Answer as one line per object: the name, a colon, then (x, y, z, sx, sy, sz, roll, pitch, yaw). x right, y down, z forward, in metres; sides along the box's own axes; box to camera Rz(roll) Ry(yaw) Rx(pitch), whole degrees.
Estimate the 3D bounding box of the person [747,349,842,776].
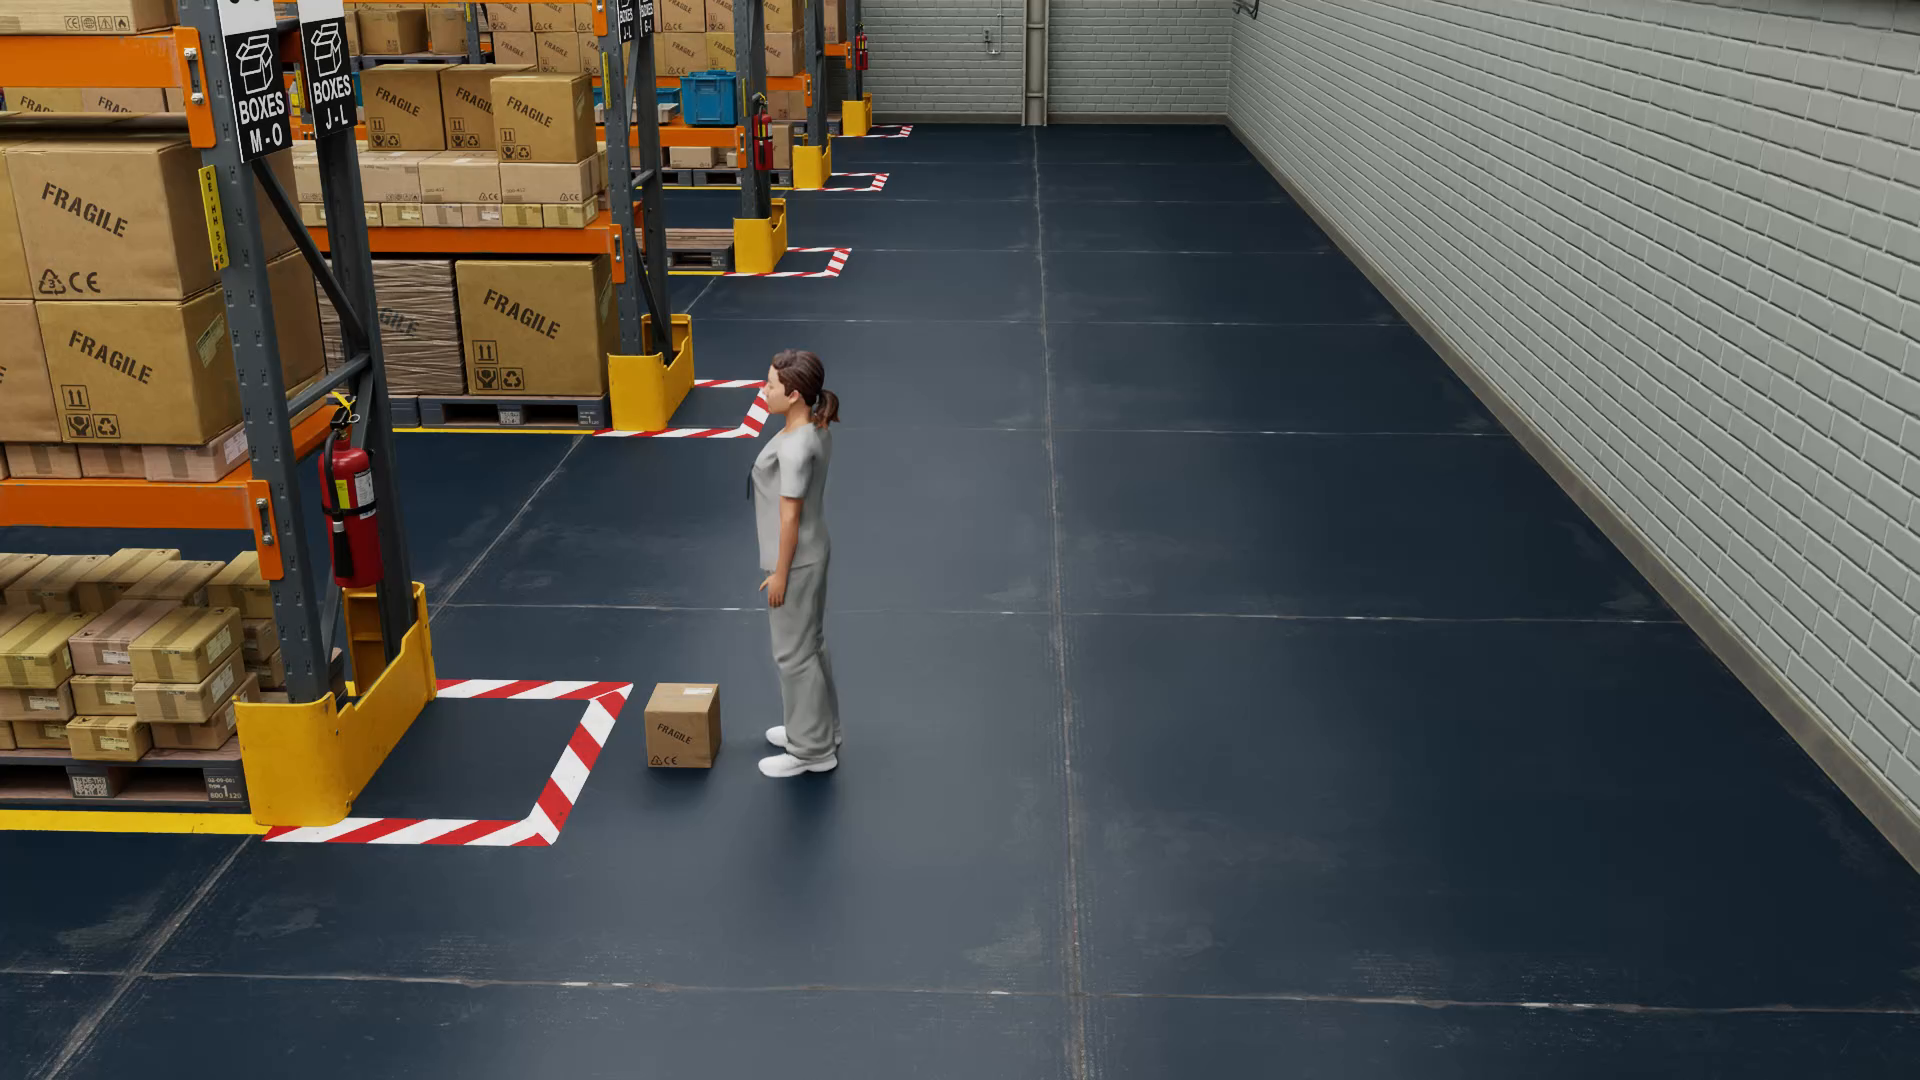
person: (-0.616, 0.091, 6.362, 0.359, 1.677, 0.437, 1, 21, 3)
